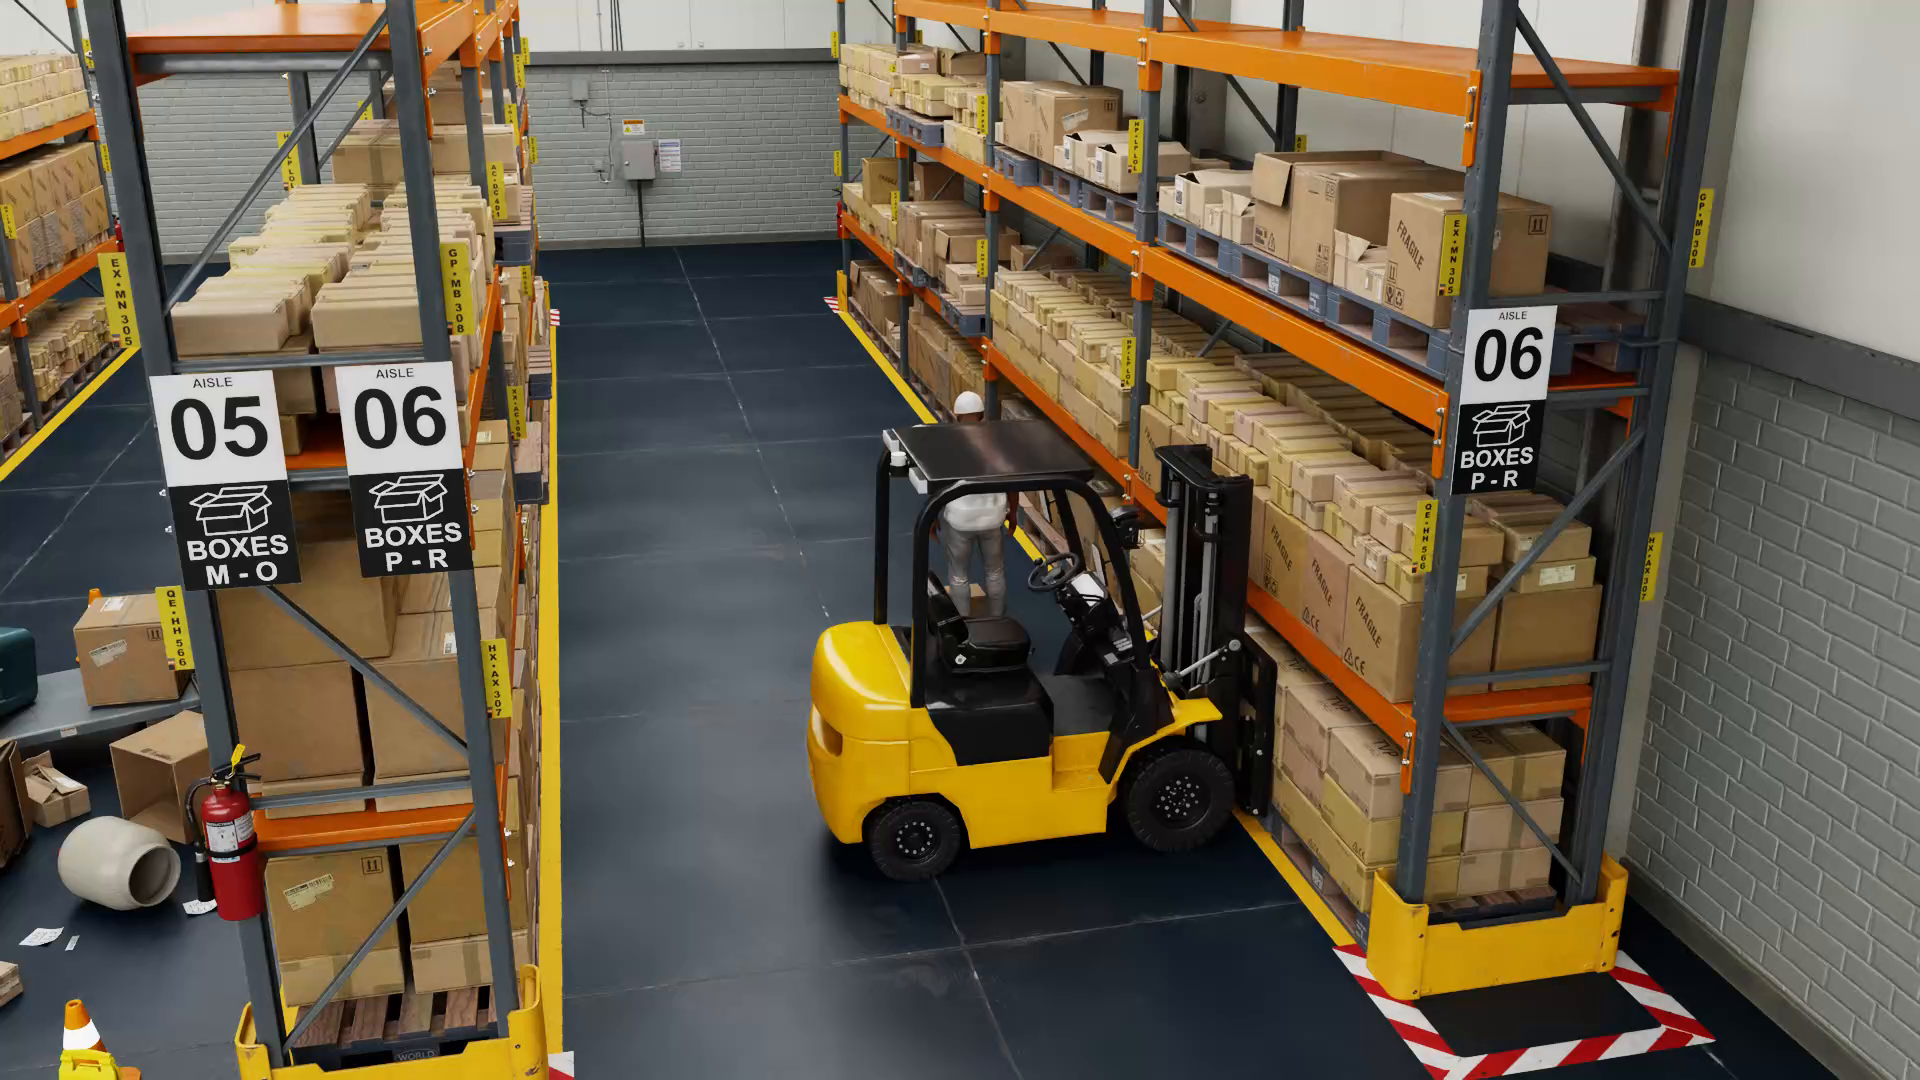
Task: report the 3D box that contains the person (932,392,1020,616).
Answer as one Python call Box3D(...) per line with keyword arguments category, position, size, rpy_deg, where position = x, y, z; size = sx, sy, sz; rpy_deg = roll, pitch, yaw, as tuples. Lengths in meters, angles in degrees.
Box3D(category="person", position=(0.103, -0.154, 11.482), size=(0.625, 1.756, 0.459), rpy_deg=(-4, 20, -12))
